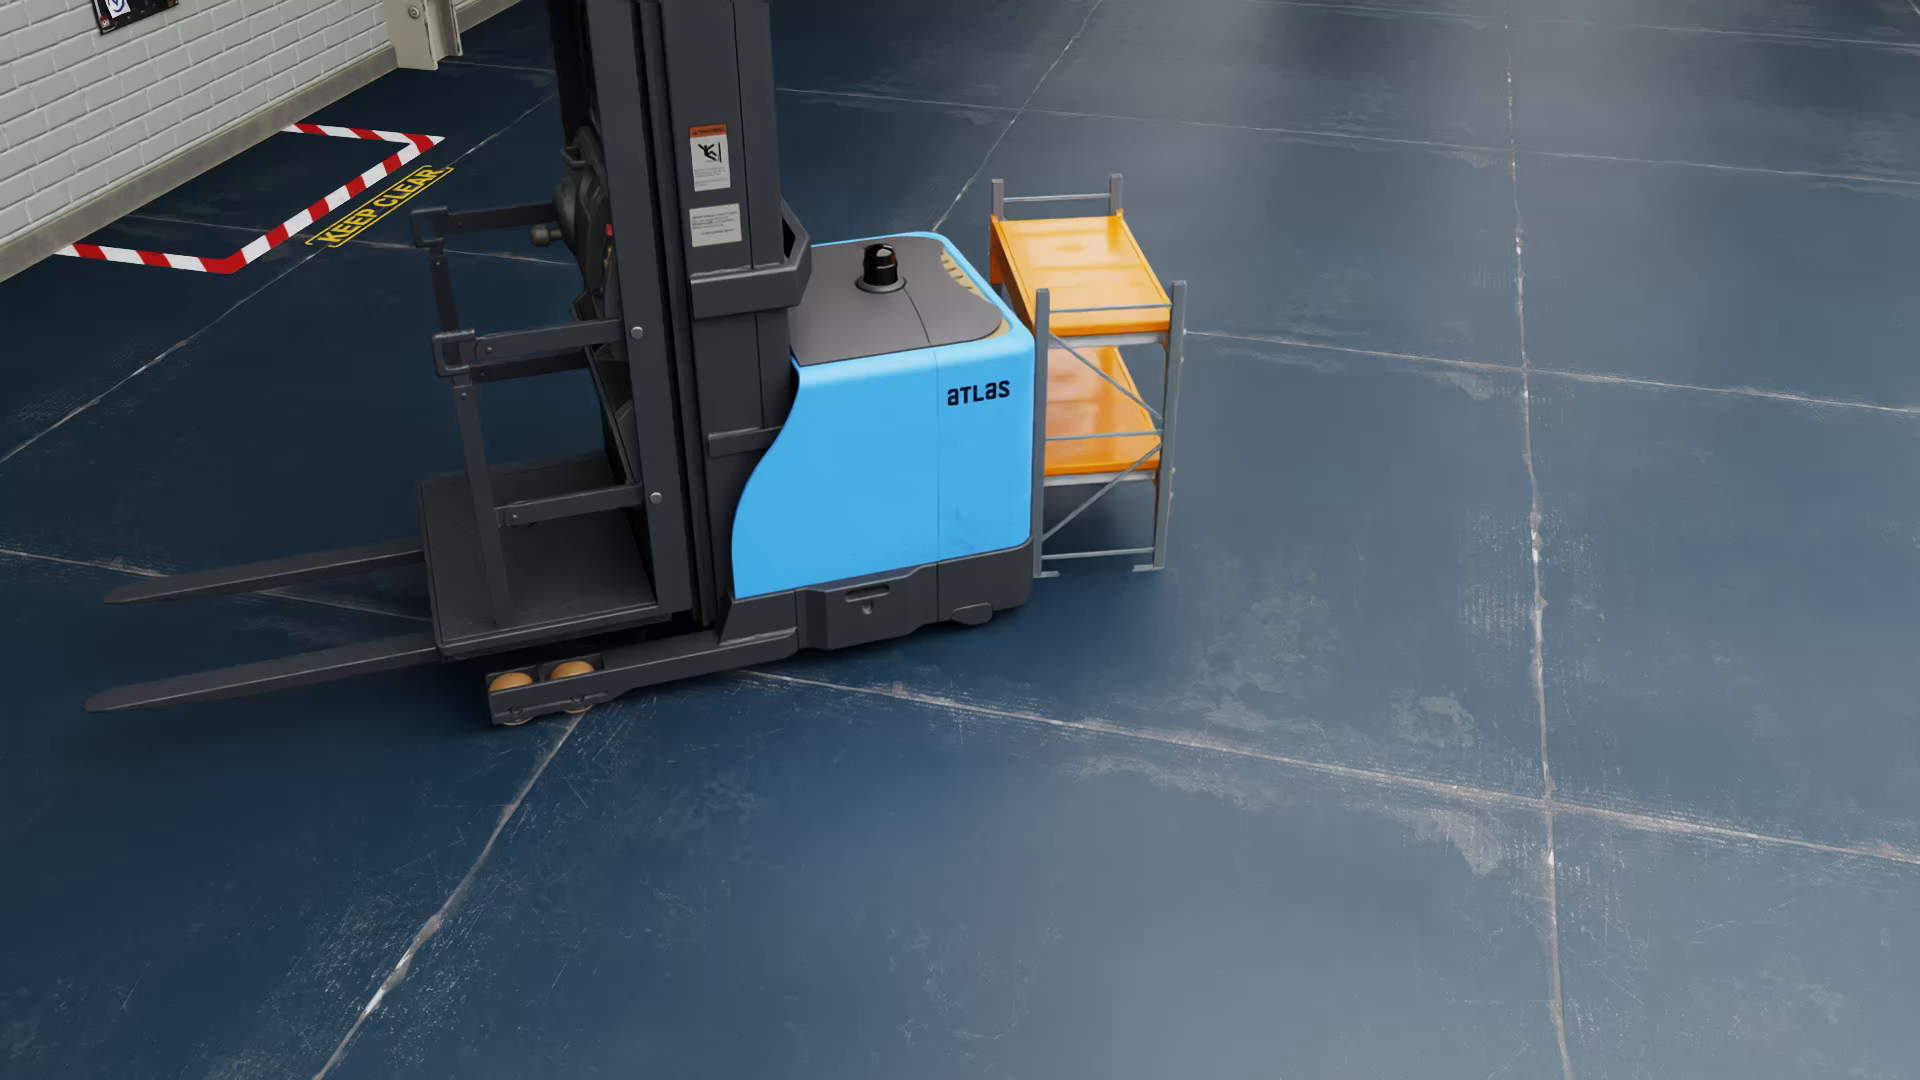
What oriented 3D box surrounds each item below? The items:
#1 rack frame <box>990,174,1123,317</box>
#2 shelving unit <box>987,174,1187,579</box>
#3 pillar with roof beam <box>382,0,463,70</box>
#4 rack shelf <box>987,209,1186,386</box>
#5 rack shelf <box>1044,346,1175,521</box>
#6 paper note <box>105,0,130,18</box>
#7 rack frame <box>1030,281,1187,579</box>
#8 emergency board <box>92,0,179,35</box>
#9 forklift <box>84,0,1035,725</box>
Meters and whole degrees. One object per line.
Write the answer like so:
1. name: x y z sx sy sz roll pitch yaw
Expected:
1. rack frame: 0.369 -0.900 6.618 0.500 1.125 0.032 -4 33 -6
2. shelving unit: 0.434 -0.630 6.192 0.538 1.125 1.048 -4 33 -6
3. pillar with roof beam: 0.508 -6.513 8.108 9.100 9.000 0.400 8 33 12
4. rack shelf: 0.434 -0.877 6.035 0.538 0.278 1.000 -4 33 -6
5. rack shelf: 0.434 -0.423 6.323 0.538 0.278 1.000 -4 33 -6
6. paper note: -4.431 -2.836 8.737 0.016 0.148 0.142 8 33 12
7. rack frame: 0.498 -0.359 5.767 0.500 1.125 0.032 -4 33 -6
8. emergency board: -4.320 -3.291 8.630 0.194 1.169 0.643 8 33 12
9. forklift: -1.320 -0.964 5.035 3.031 2.935 1.130 -10 34 -16
